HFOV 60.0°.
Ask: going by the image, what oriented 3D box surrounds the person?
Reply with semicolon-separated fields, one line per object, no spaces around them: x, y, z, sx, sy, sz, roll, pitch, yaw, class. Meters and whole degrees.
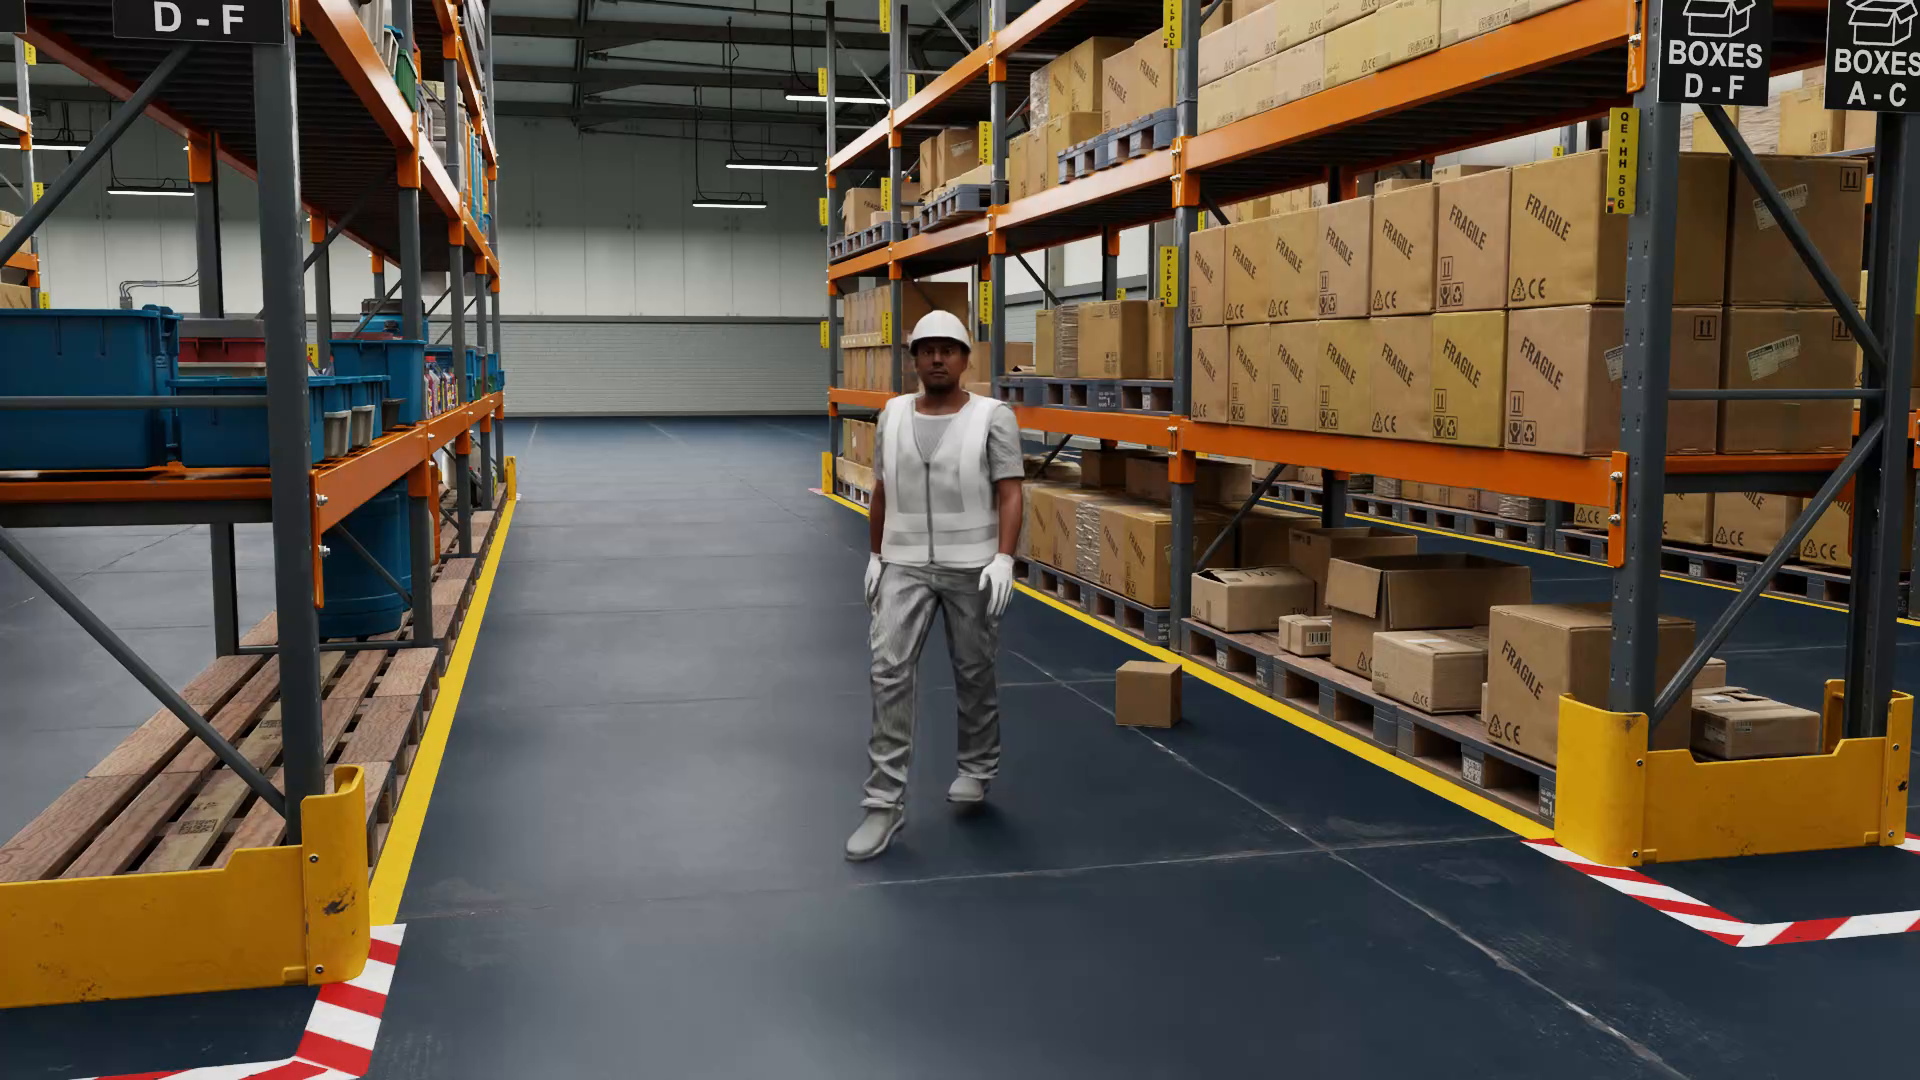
-0.090;0.115;5.673;0.608;1.788;0.853;1;6;11;person
